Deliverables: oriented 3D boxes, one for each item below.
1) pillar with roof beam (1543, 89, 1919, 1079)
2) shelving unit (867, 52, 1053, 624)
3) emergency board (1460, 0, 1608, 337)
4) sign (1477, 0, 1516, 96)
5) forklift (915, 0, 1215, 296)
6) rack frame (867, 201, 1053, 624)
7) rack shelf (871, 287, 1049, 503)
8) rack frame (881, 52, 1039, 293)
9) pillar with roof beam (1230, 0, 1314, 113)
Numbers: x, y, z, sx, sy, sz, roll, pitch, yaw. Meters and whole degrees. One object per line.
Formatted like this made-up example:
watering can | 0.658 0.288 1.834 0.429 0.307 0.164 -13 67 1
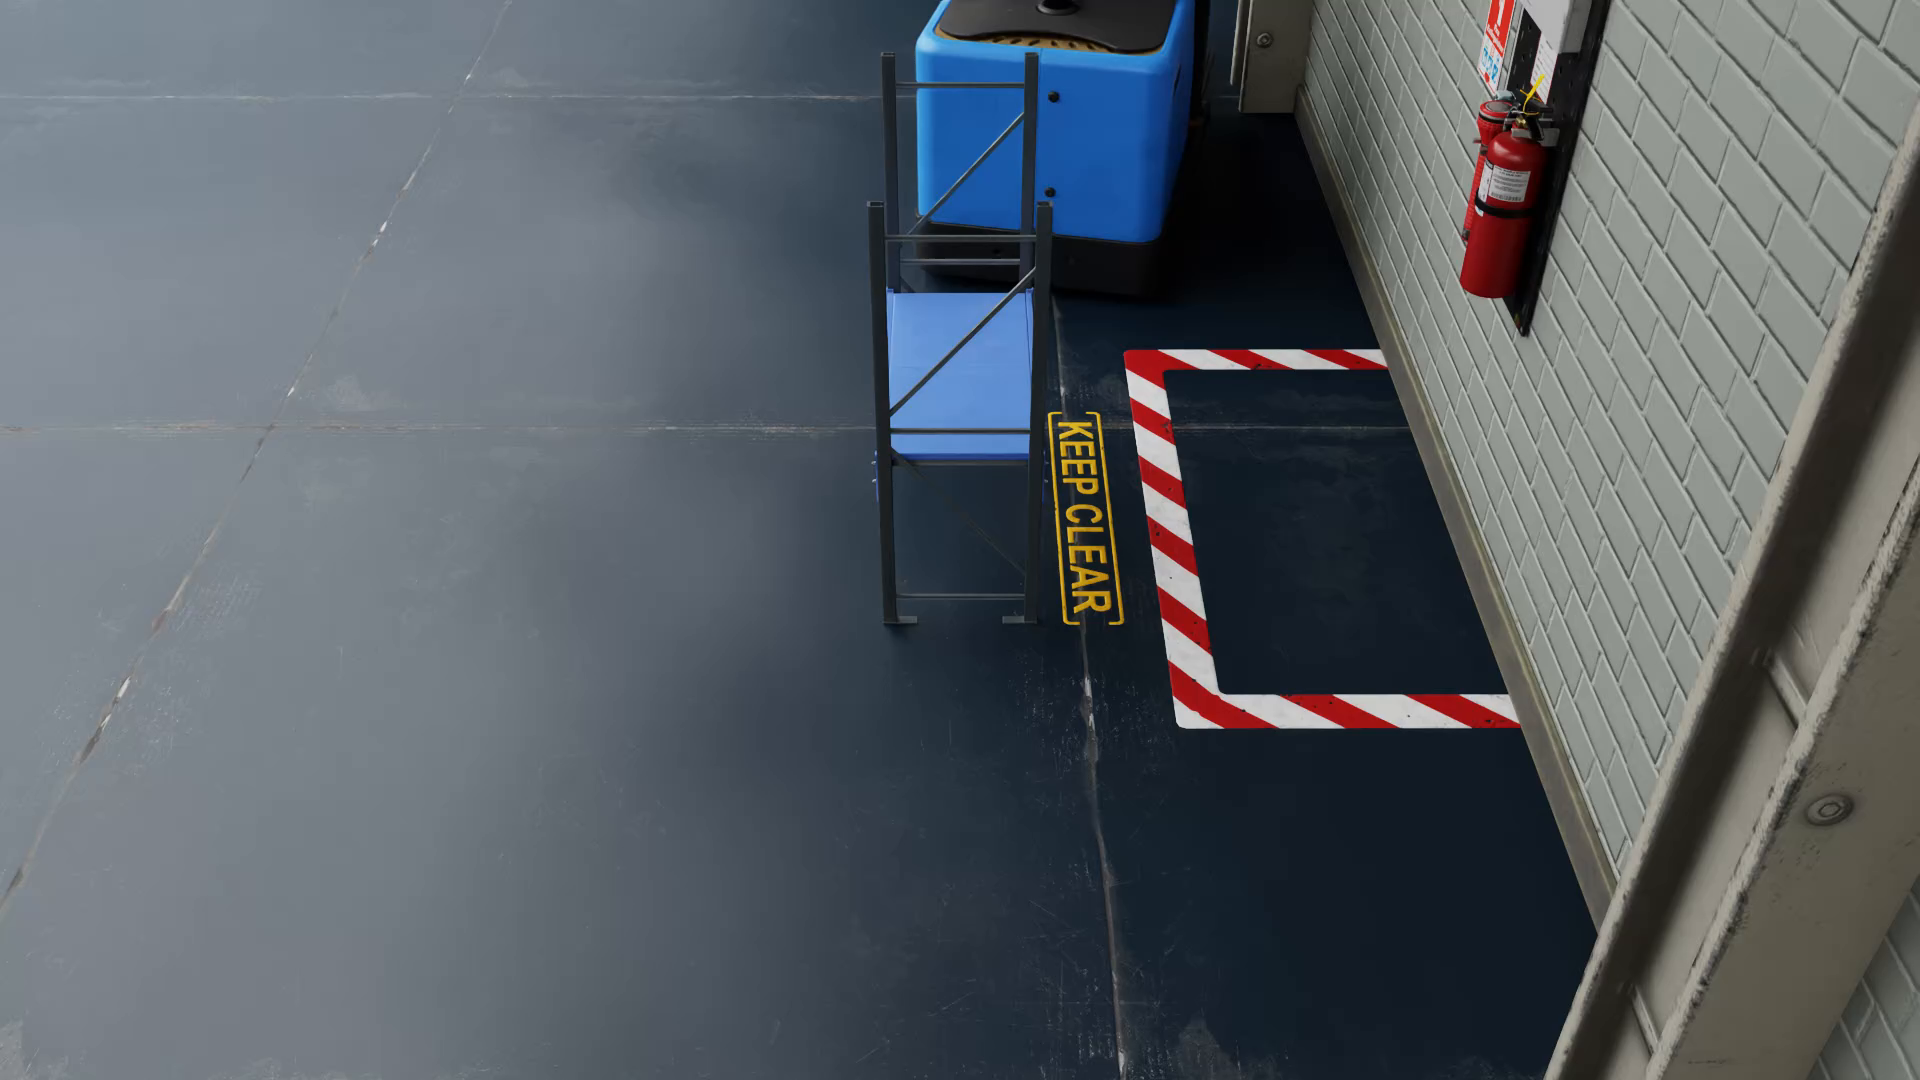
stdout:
pillar with roof beam | -2.719 -2.057 1.121 9.100 9.000 0.400 0 39 0
shelving unit | 0.000 -0.639 5.348 0.538 1.500 1.048 0 39 0
emergency board | 1.621 -1.264 4.929 0.194 1.169 0.643 0 39 0
sign | 1.724 -1.624 5.349 0.001 0.329 0.234 0 39 0
forklift | 0.630 -3.083 7.253 1.130 2.935 3.031 8 39 10
rack frame | 0.000 -0.321 4.951 0.500 1.500 0.032 0 39 0
rack shelf | 0.000 -0.498 5.460 0.538 0.185 1.000 0 39 0
rack frame | -0.001 -0.956 5.744 0.500 1.500 0.032 0 39 0
pillar with roof beam | -2.726 -5.809 5.803 9.100 9.000 0.400 0 39 0
